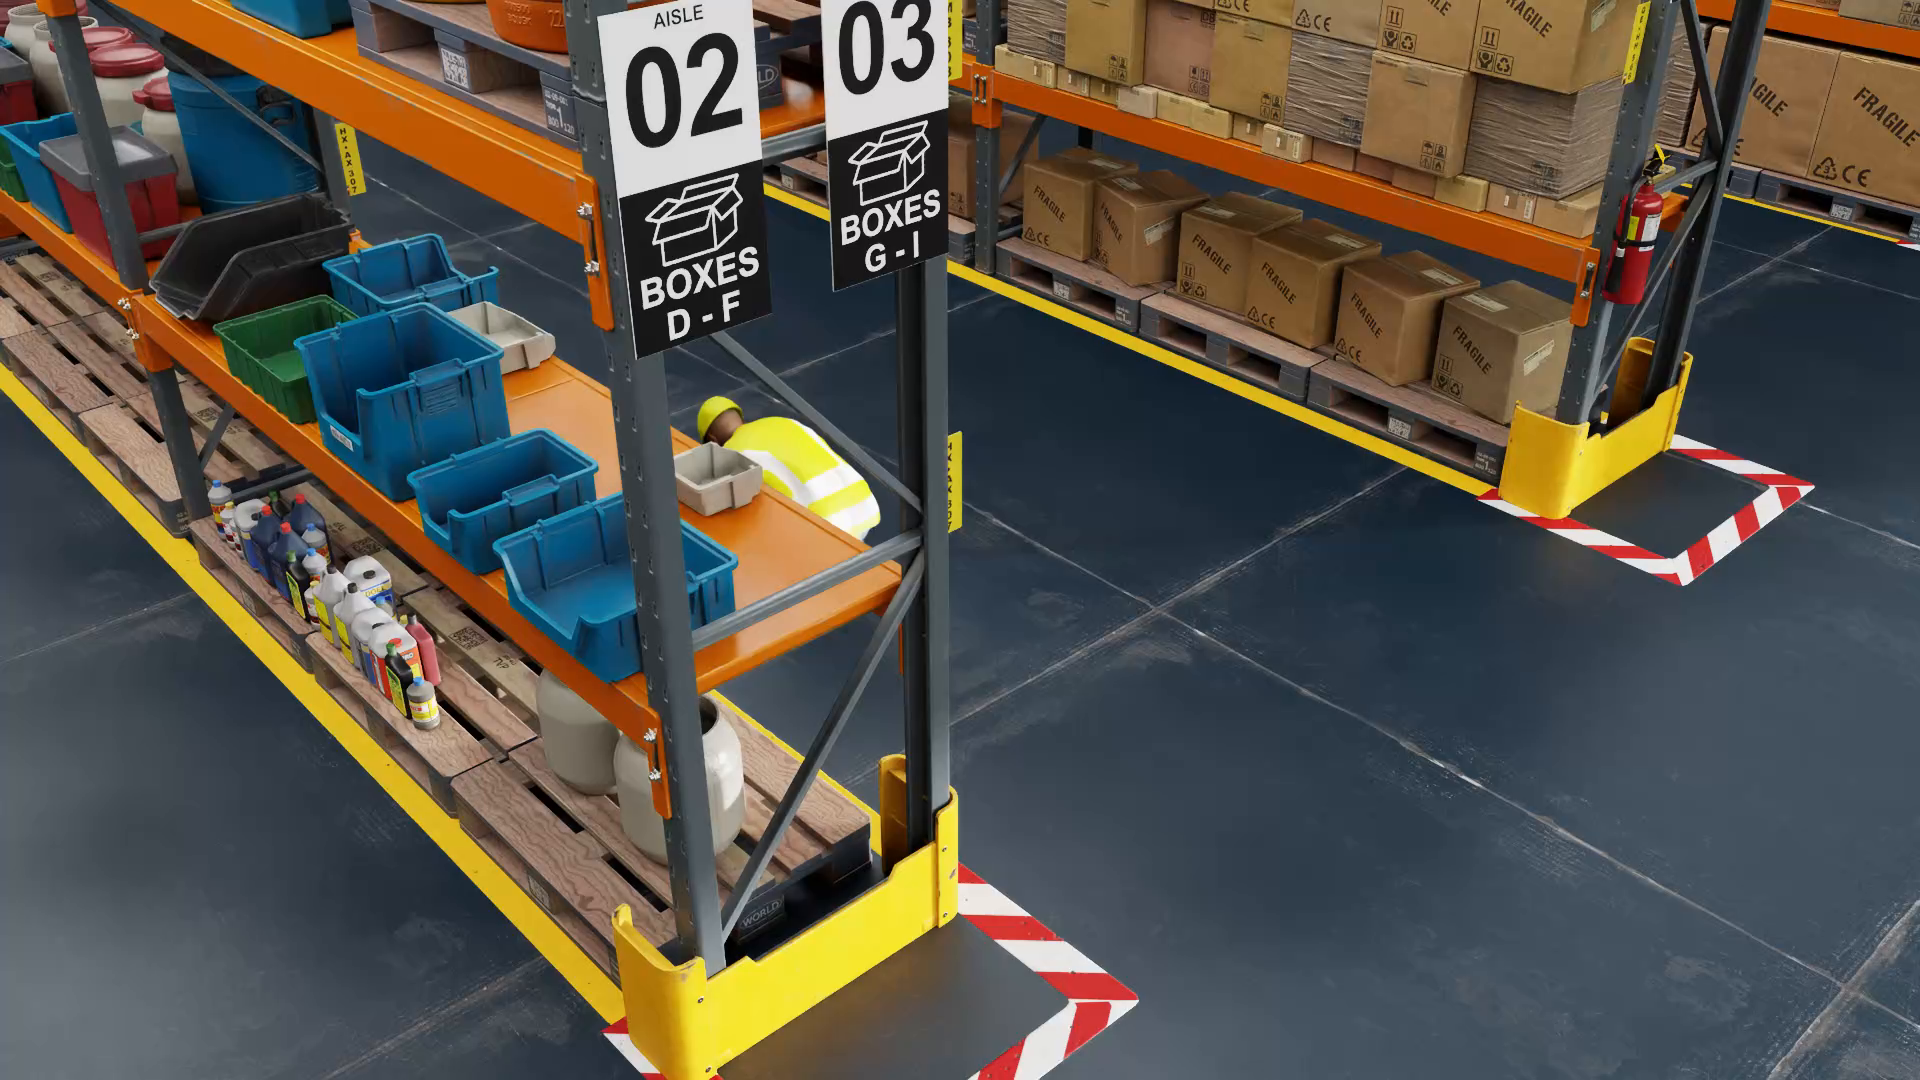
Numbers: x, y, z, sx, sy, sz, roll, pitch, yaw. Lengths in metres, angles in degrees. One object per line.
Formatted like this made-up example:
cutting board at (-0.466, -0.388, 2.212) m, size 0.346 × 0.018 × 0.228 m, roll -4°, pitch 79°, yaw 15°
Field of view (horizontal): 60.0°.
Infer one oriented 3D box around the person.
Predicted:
person at (-0.792, -0.119, 7.299) m, size 0.541 × 0.878 × 0.937 m, roll -27°, pitch 40°, yaw -36°
